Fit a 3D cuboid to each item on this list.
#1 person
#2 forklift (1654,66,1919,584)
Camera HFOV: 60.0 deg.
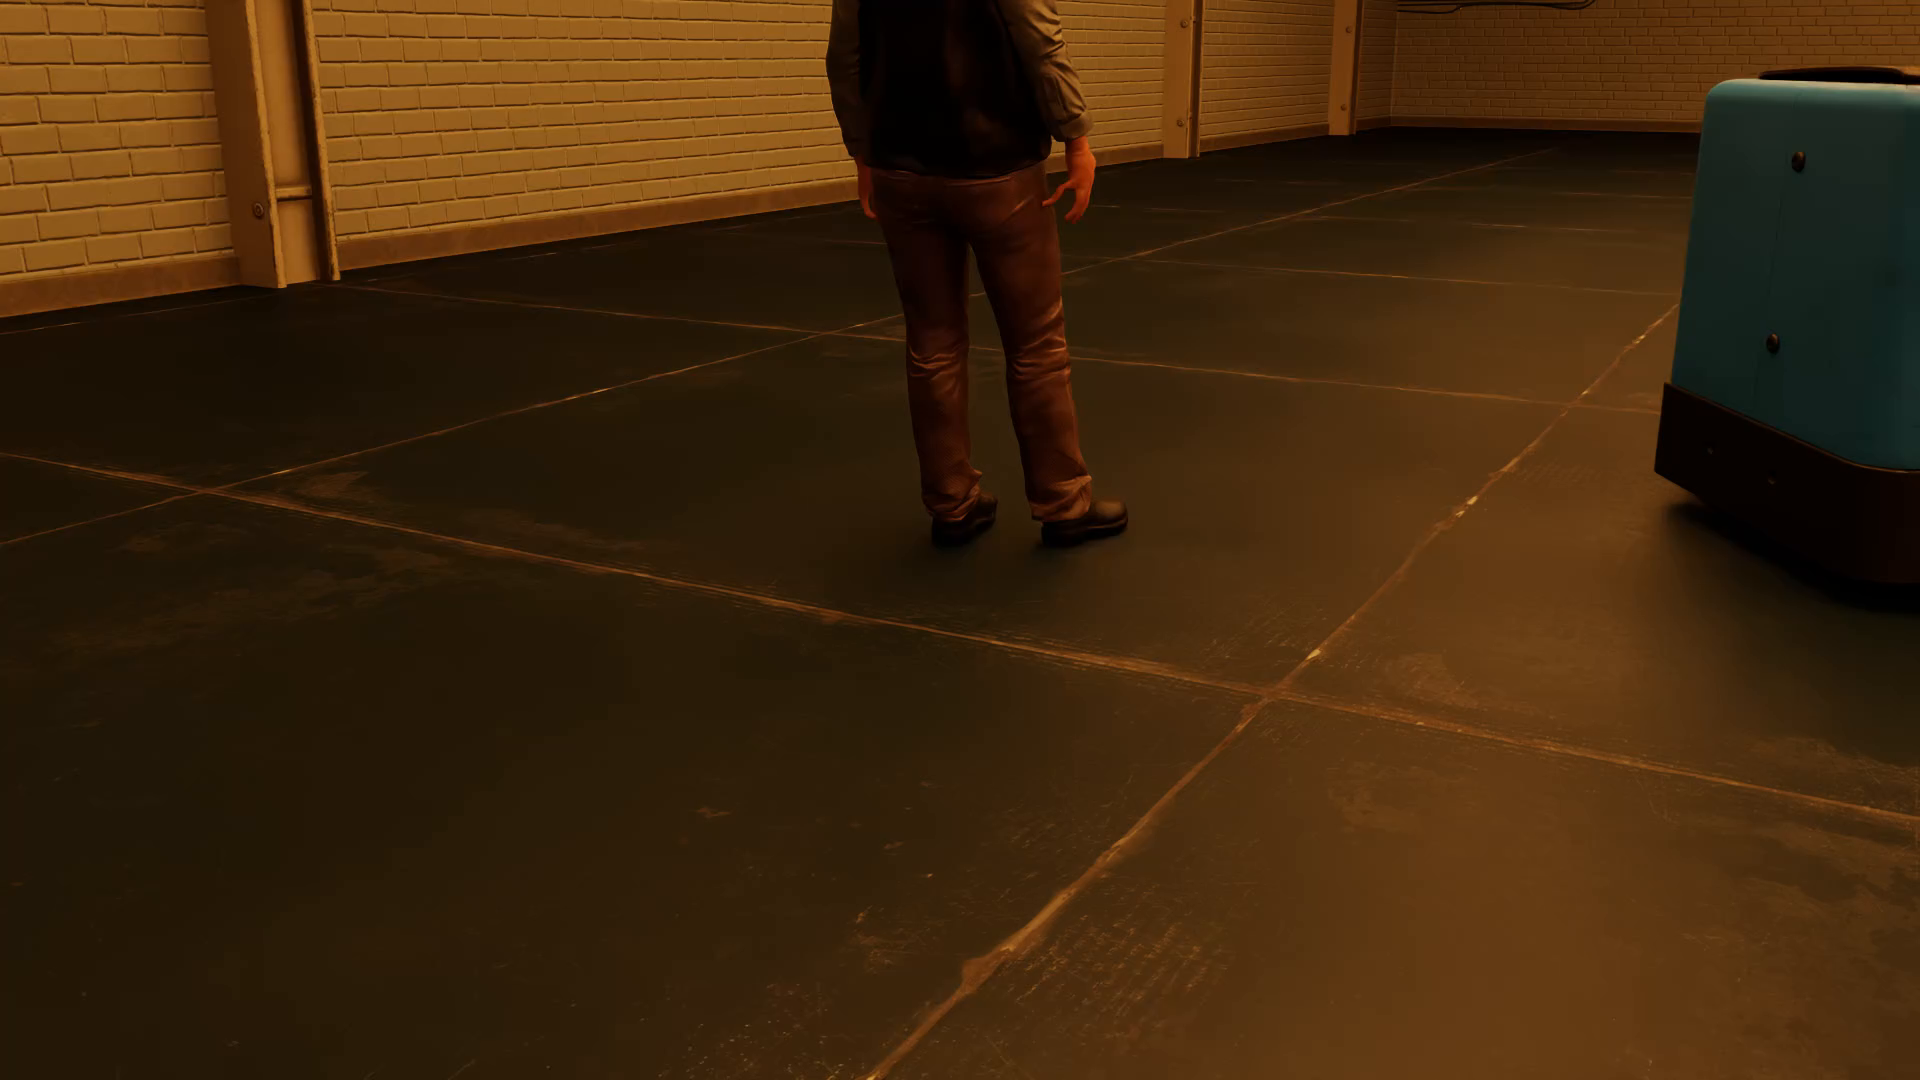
[{"bbox_3d":[0.037,-0.847,3.843,0.632,1.720,0.568,9,19,28],"label":"person"},{"bbox_3d":[3.362,-1.405,3.623,3.031,2.935,1.130,0,16,-2],"label":"forklift"}]
